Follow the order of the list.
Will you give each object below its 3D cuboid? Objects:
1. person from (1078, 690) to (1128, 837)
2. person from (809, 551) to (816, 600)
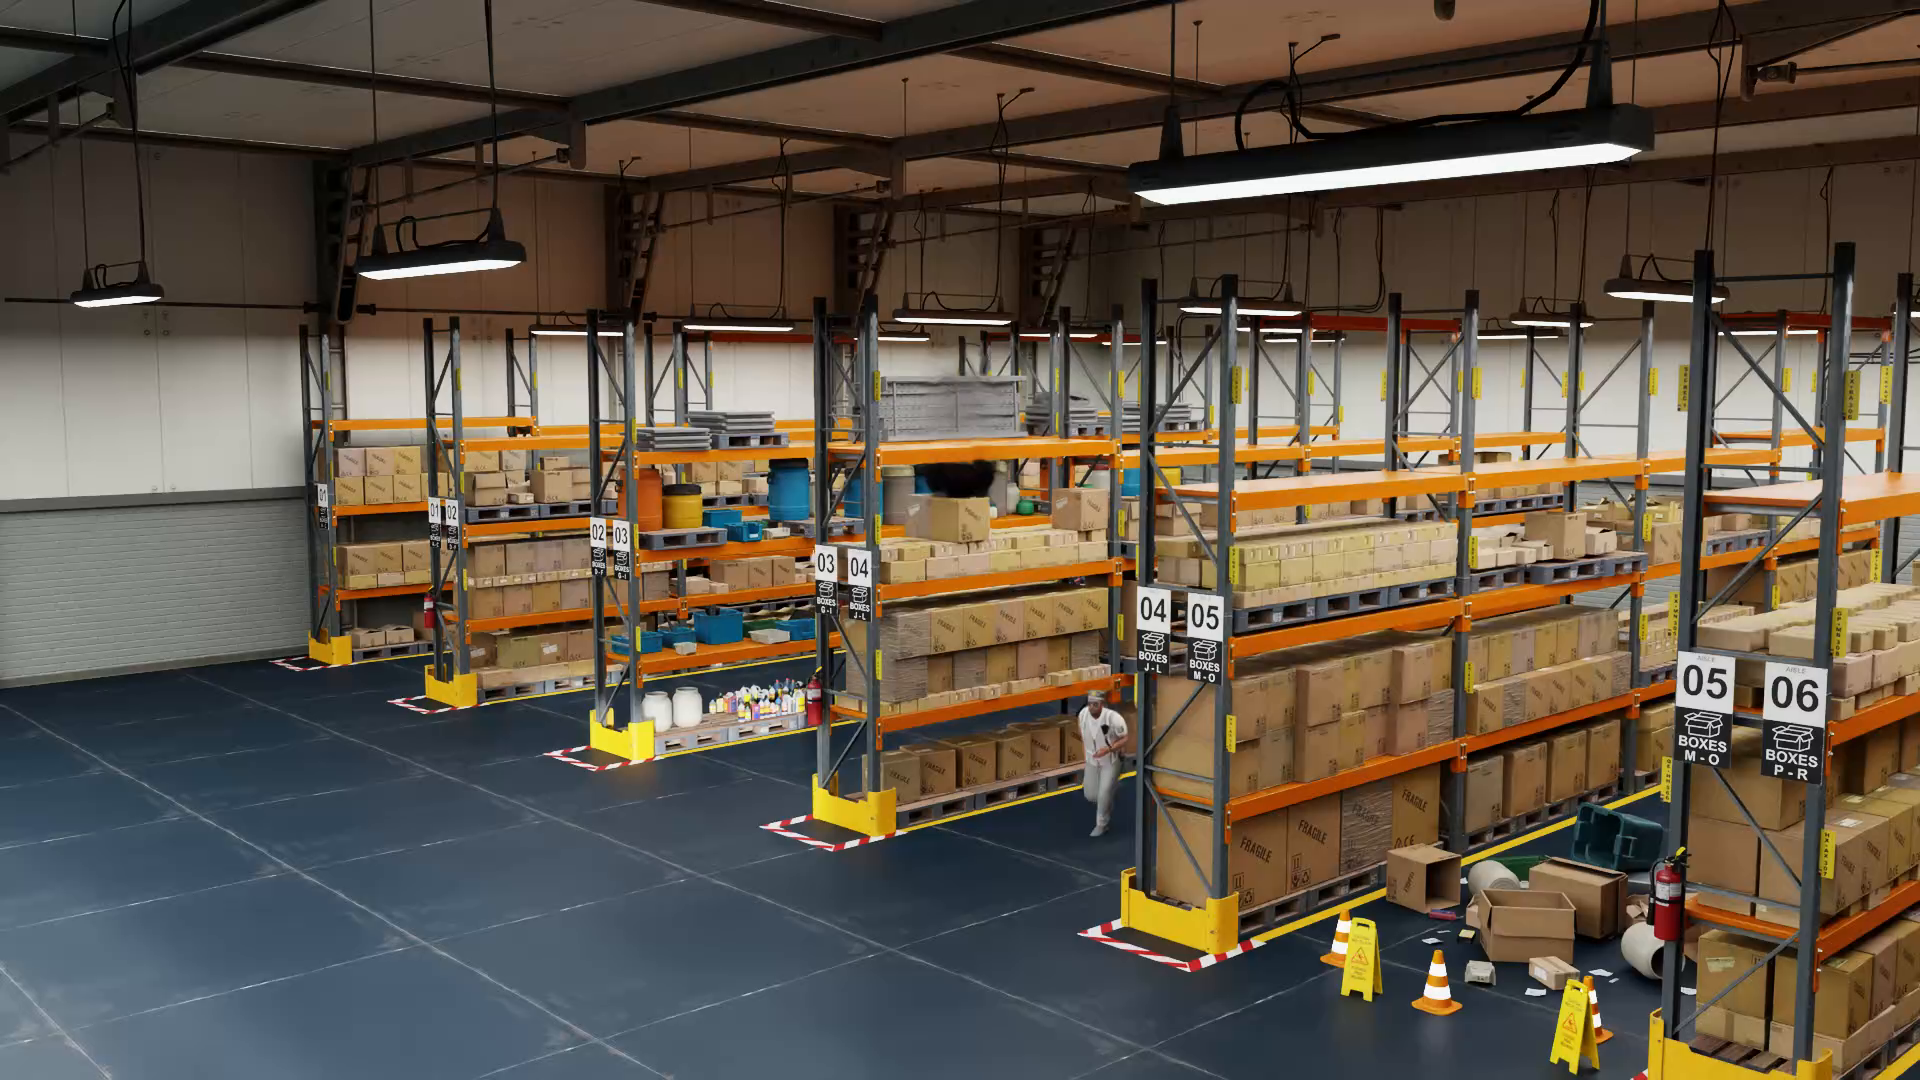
[{"bbox_3d":[1.596,2.467,18.598,0.655,1.705,0.762,3,6,26],"label":"person"},{"bbox_3d":[-2.896,0.821,34.558,0.683,1.729,0.611,4,7,34],"label":"person"}]
